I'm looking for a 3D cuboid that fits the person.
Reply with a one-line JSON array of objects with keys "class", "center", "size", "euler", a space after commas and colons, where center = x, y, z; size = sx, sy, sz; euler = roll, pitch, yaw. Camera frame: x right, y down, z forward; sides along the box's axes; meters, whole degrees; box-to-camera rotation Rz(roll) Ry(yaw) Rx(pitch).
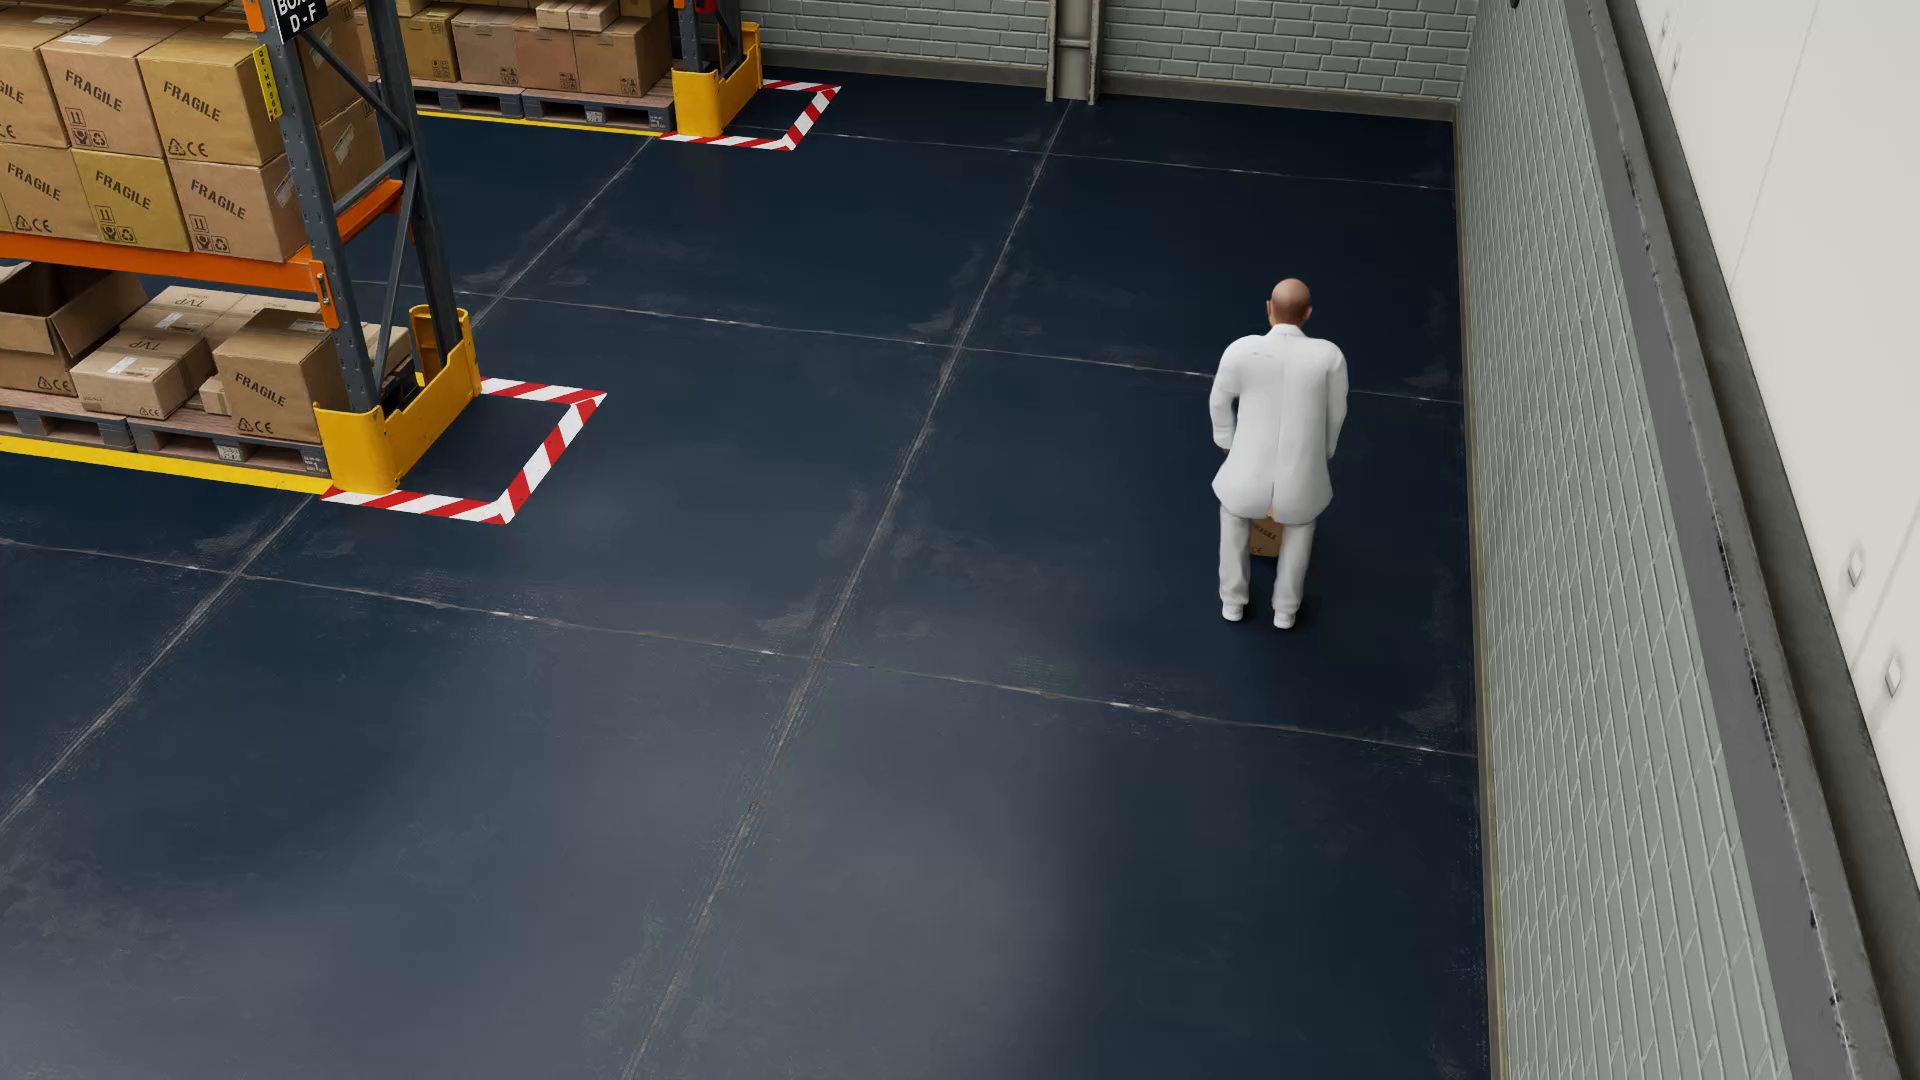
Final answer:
[{"class": "person", "center": [1.418, -0.368, 7.591], "size": [0.608, 1.662, 0.503], "euler": [8, 37, 11]}]
